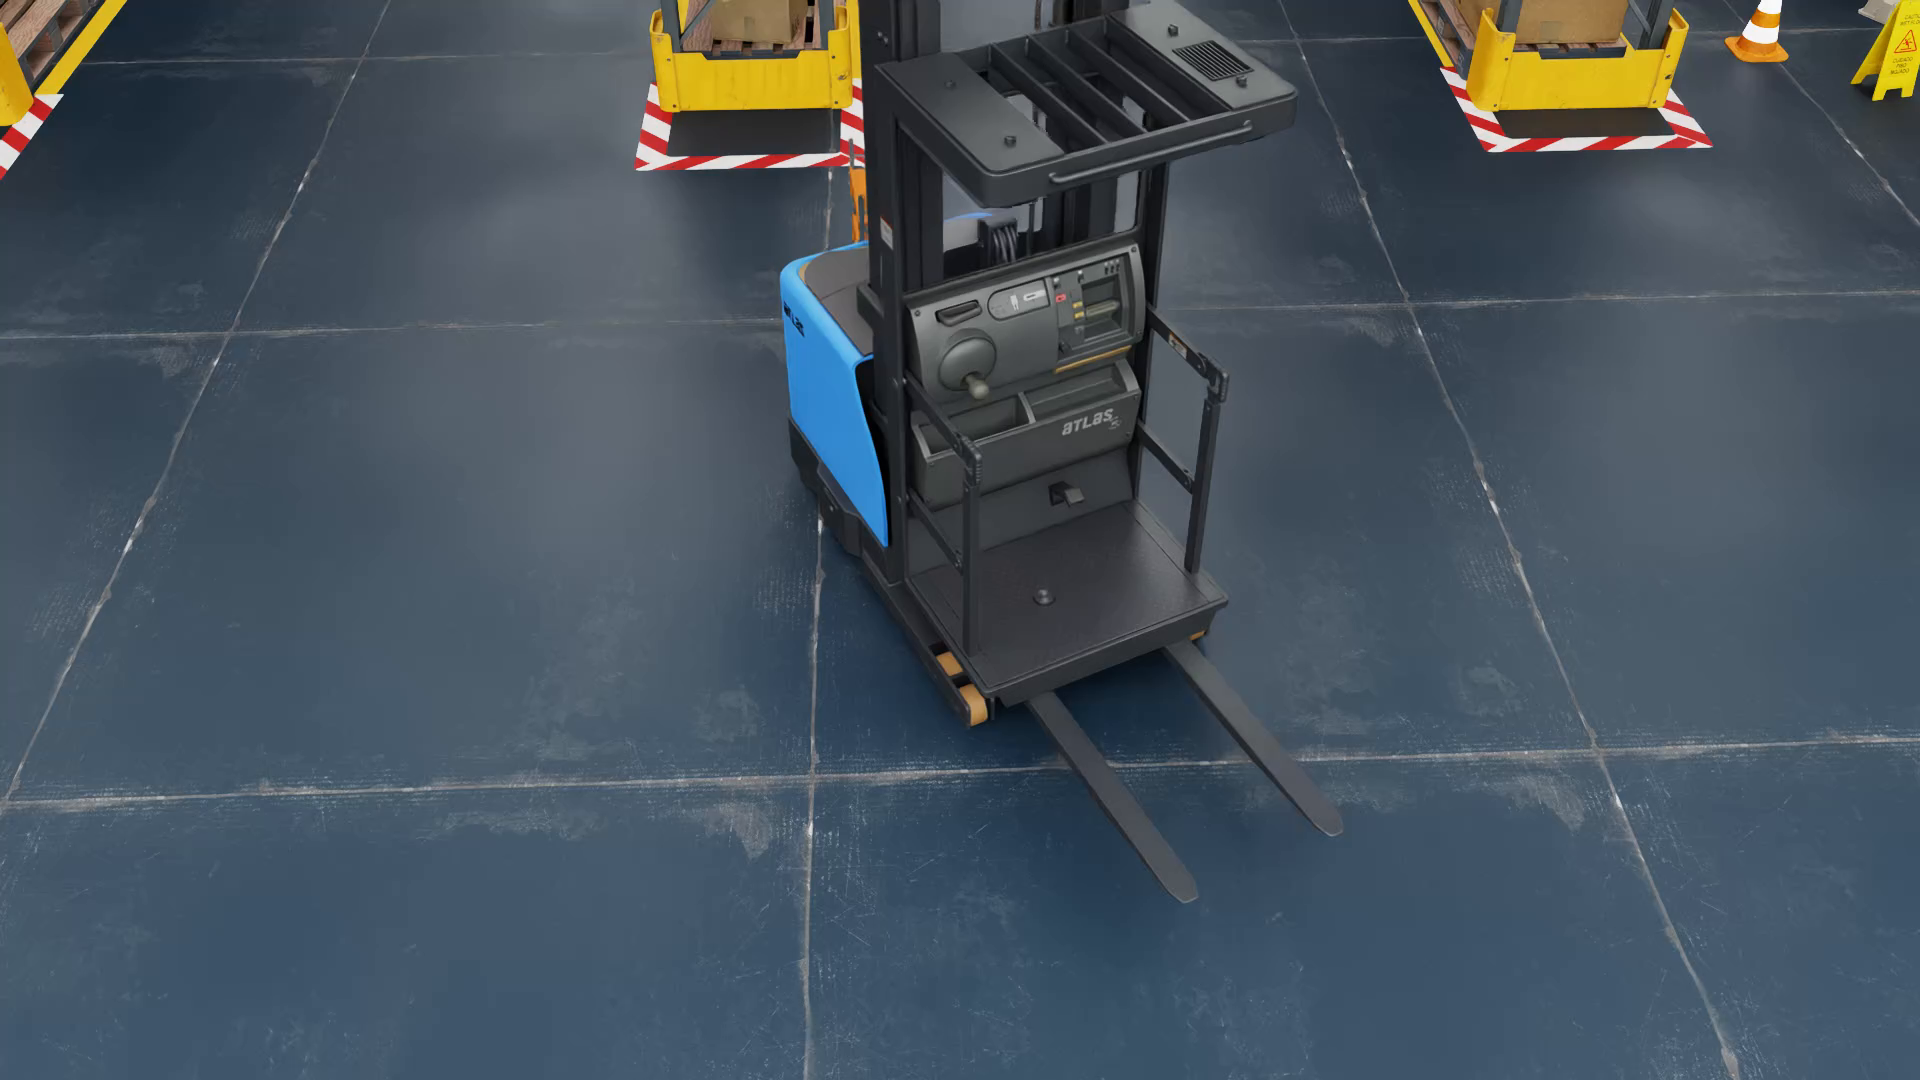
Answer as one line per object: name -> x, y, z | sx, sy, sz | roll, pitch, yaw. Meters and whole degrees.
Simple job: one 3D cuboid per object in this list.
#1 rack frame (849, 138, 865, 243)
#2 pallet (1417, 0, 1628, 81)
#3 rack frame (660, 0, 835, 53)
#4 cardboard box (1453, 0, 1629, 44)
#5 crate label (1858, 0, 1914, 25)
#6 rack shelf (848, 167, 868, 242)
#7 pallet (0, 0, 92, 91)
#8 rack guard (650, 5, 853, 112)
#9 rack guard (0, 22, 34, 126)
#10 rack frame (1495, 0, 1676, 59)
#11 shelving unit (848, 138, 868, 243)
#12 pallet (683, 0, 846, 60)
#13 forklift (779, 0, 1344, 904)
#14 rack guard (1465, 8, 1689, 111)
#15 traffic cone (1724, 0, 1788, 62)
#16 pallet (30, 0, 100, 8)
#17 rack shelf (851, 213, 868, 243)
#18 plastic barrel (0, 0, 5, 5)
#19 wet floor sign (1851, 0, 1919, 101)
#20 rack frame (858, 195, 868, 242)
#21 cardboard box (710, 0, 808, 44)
rack frame -> -0.378, -1.357, 7.843 | 0.240, 1.200, 0.015 | -5, 43, -6
pallet -> 3.605, -3.363, 10.763 | 1.003, 0.211, 1.213 | -2, 43, -2
rack frame -> -1.243, -3.779, 9.153 | 1.000, 3.000, 0.127 | -2, 43, -2
cardboard box -> 3.622, -3.681, 10.307 | 0.875, 0.875, 0.875 | -1, 43, -2
crate label -> 6.161, -3.529, 10.999 | 0.250, 0.136, 0.298 | -23, 47, -23
rack shelf -> -0.346, -1.484, 7.399 | 0.258, 0.148, 0.480 | -5, 43, -6
pallet -> -6.271, -3.208, 10.593 | 1.003, 0.211, 1.213 | -2, 43, -2
rack guard -> -1.246, -2.909, 10.054 | 1.175, 0.500, 0.348 | -2, 43, -2
rack guard -> -6.242, -2.766, 9.897 | 1.175, 0.500, 0.348 | -2, 43, -2
rack frame -> 3.717, -3.853, 9.234 | 1.000, 3.000, 0.127 | -2, 43, -2
shelving unit -> -0.346, -1.194, 7.665 | 0.258, 1.200, 0.503 | -5, 43, -6
pallet -> -1.245, -3.352, 10.751 | 1.003, 0.211, 1.213 | -2, 43, -2
forklift -> 0.355, -0.706, 5.851 | 1.130, 2.935, 3.031 | -19, 46, -20
rack guard -> 3.718, -2.916, 10.061 | 1.175, 0.500, 0.348 | -2, 43, -2
traffic cone -> 5.113, -3.317, 10.527 | 0.336, 0.463, 0.334 | -2, 43, -2
pallet -> -6.320, -4.029, 11.490 | 1.003, 0.211, 1.213 | -2, 43, -2
rack shelf -> -0.346, -1.309, 7.559 | 0.258, 0.148, 0.480 | -5, 43, -6
plastic barrel -> -6.317, -3.655, 10.548 | 0.421, 0.512, 0.421 | 0, 43, 0
wet floor sign -> 5.696, -3.023, 10.070 | 0.267, 0.644, 0.232 | -8, 43, -9
rack frame -> -0.314, -1.031, 7.486 | 0.240, 1.200, 0.015 | -5, 43, -6
cardboard box -> -1.253, -3.435, 10.316 | 0.500, 0.500, 0.500 | 6, 43, 6
